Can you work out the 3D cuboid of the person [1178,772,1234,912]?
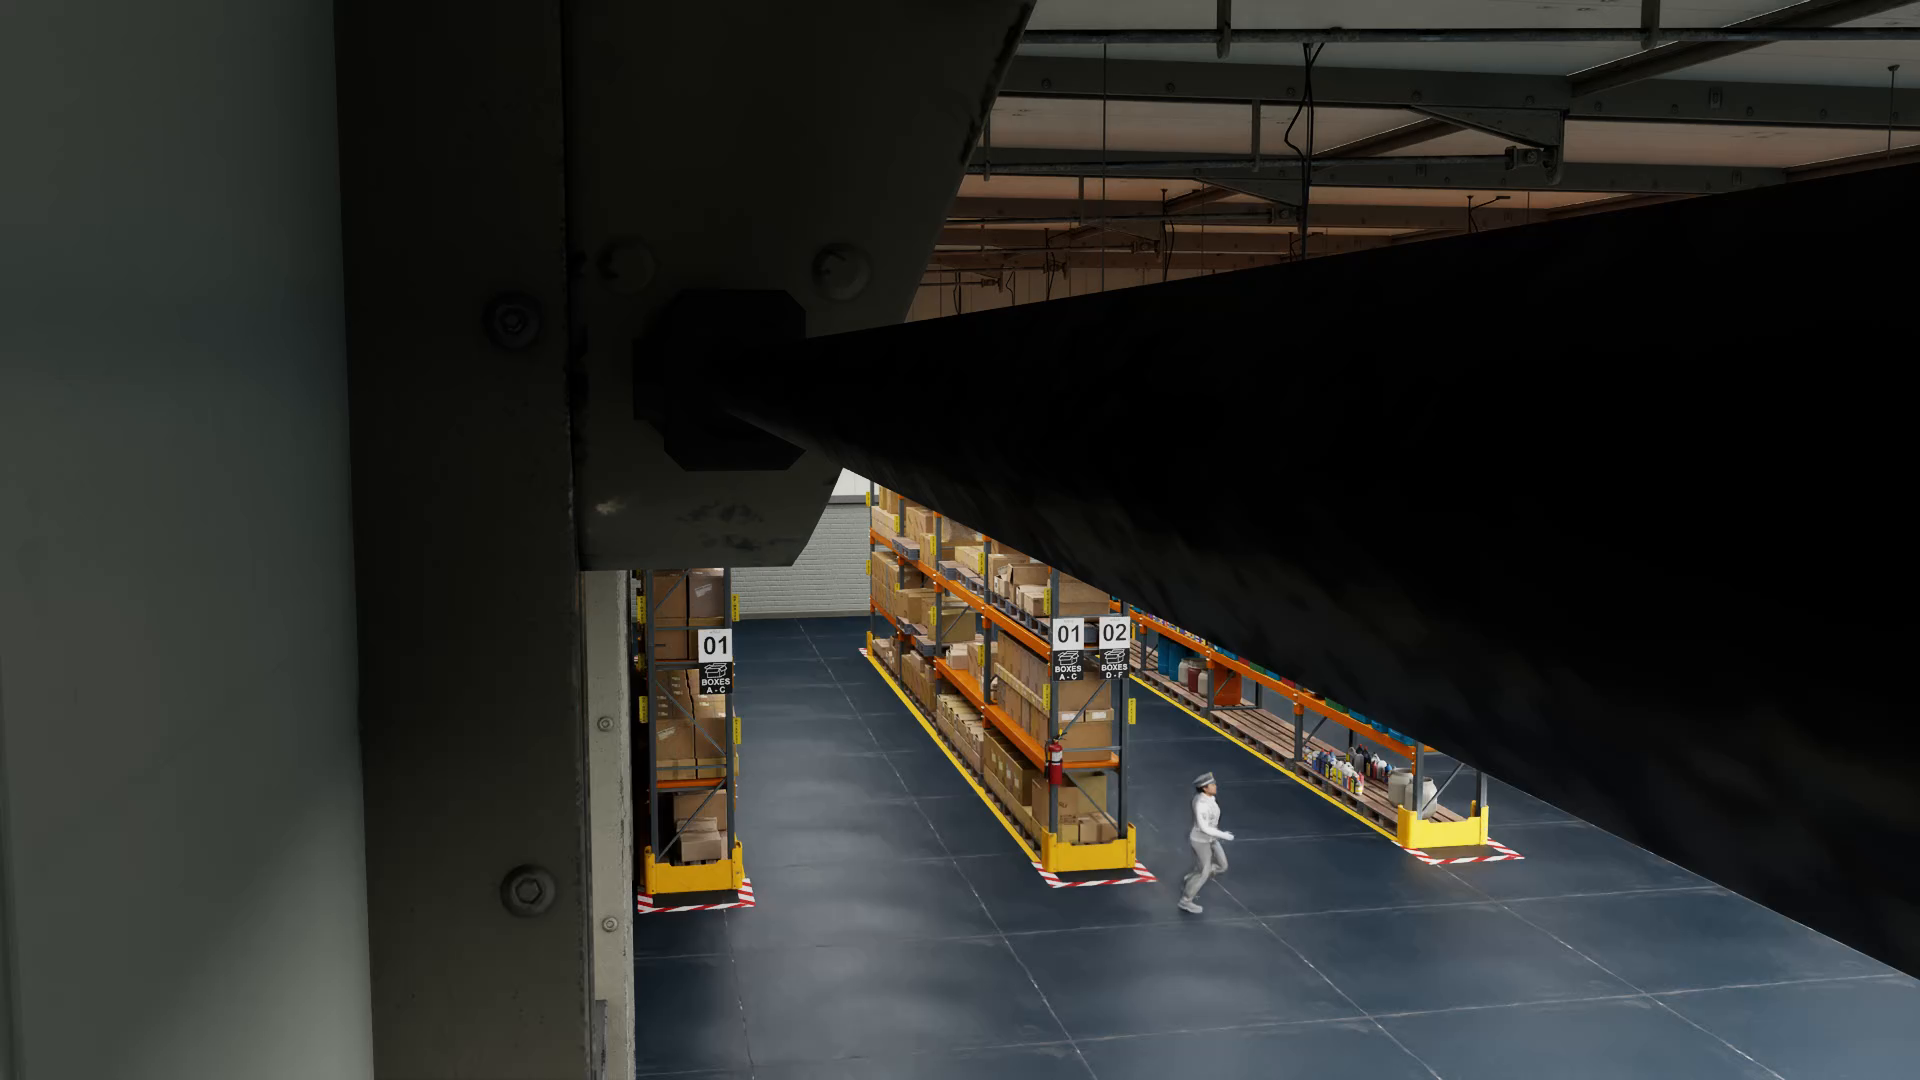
[{"bbox_3d":[2.883,3.496,19.353,0.639,1.659,0.652,2,6,18],"label":"person"}]
